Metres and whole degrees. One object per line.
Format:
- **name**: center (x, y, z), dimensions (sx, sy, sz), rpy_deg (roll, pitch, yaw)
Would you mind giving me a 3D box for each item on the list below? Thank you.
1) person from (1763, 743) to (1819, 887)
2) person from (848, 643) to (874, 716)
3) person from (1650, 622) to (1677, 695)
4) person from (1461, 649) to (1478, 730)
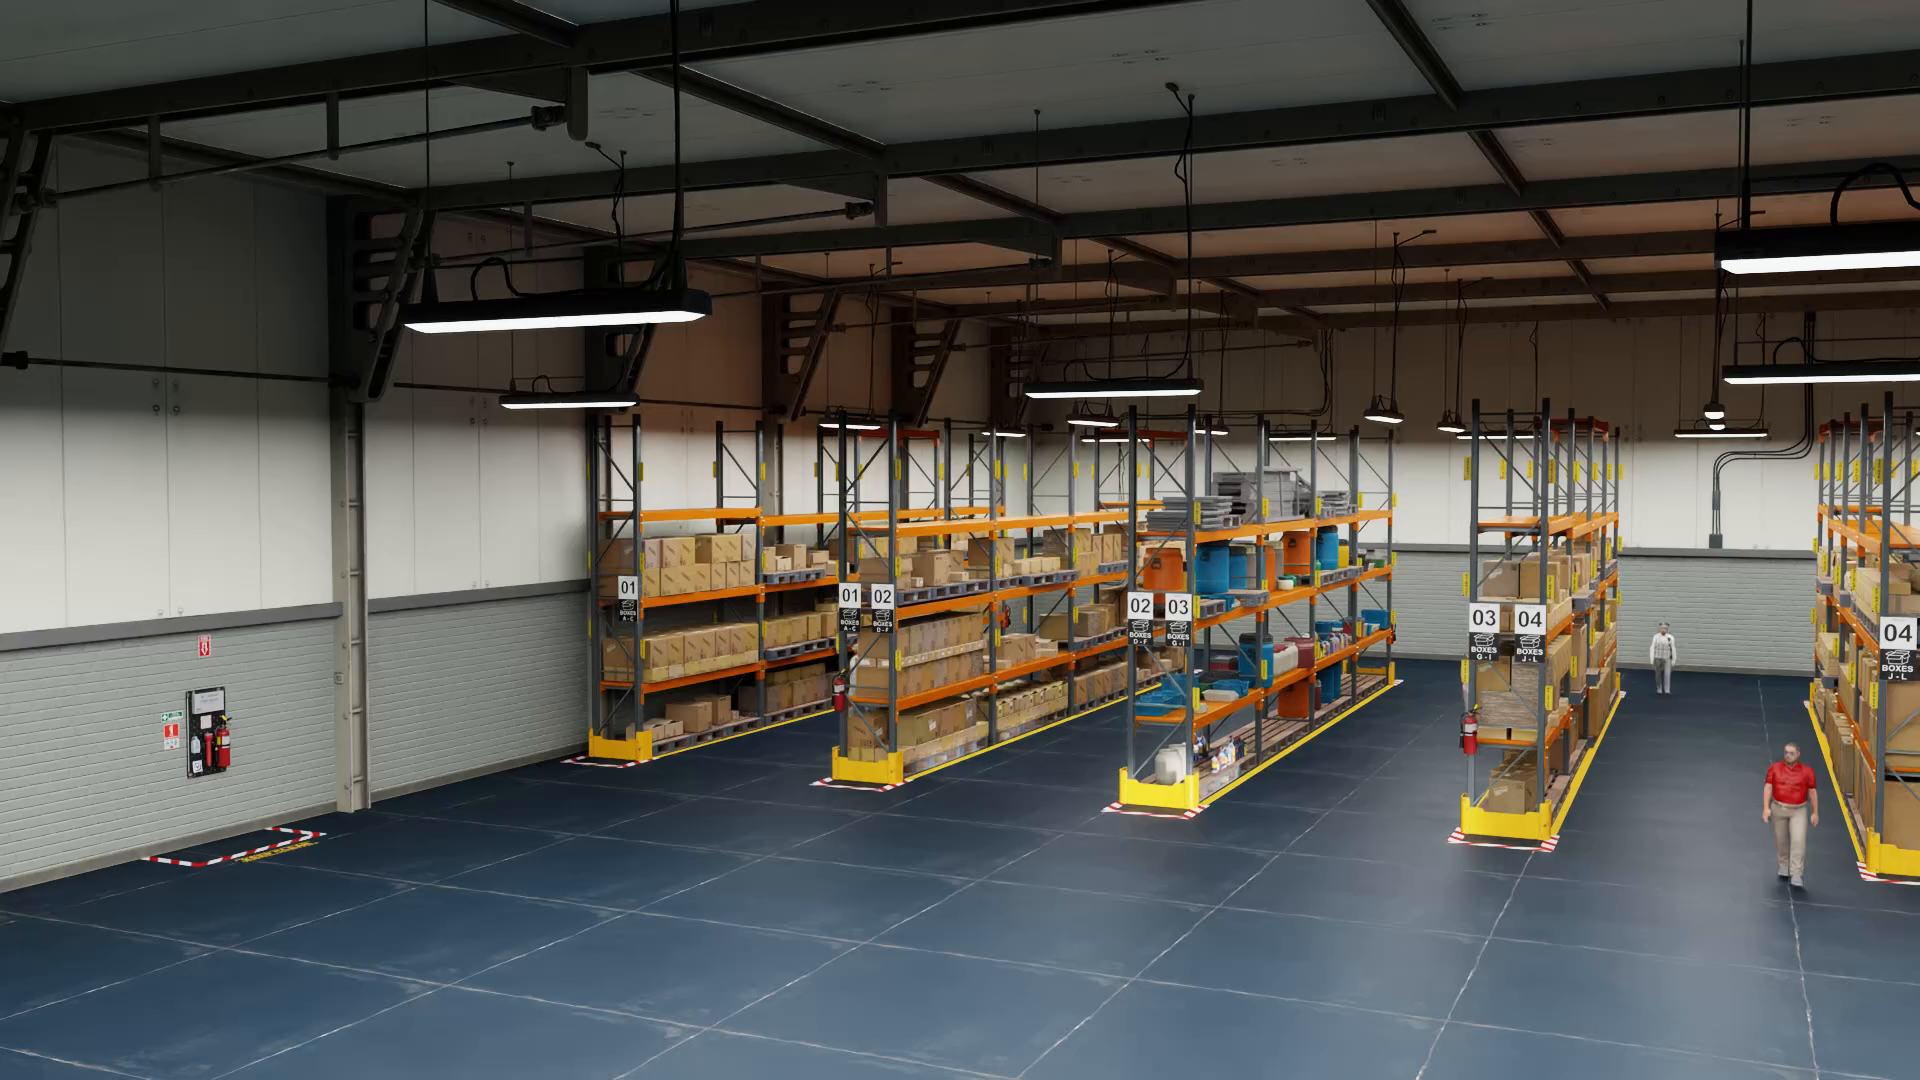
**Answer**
- **person**: center (10.071, 3.310, 20.204), dimensions (0.584, 1.672, 1.000), rpy_deg (2, 3, 36)
- **person**: center (-1.998, 2.833, 32.493), dimensions (0.501, 1.627, 0.904), rpy_deg (1, 3, 31)
- **person**: center (15.653, 2.646, 37.047), dimensions (0.530, 1.626, 1.030), rpy_deg (1, 3, 29)
- **person**: center (9.804, 2.883, 31.638), dimensions (0.500, 1.654, 0.594), rpy_deg (2, 3, 38)
